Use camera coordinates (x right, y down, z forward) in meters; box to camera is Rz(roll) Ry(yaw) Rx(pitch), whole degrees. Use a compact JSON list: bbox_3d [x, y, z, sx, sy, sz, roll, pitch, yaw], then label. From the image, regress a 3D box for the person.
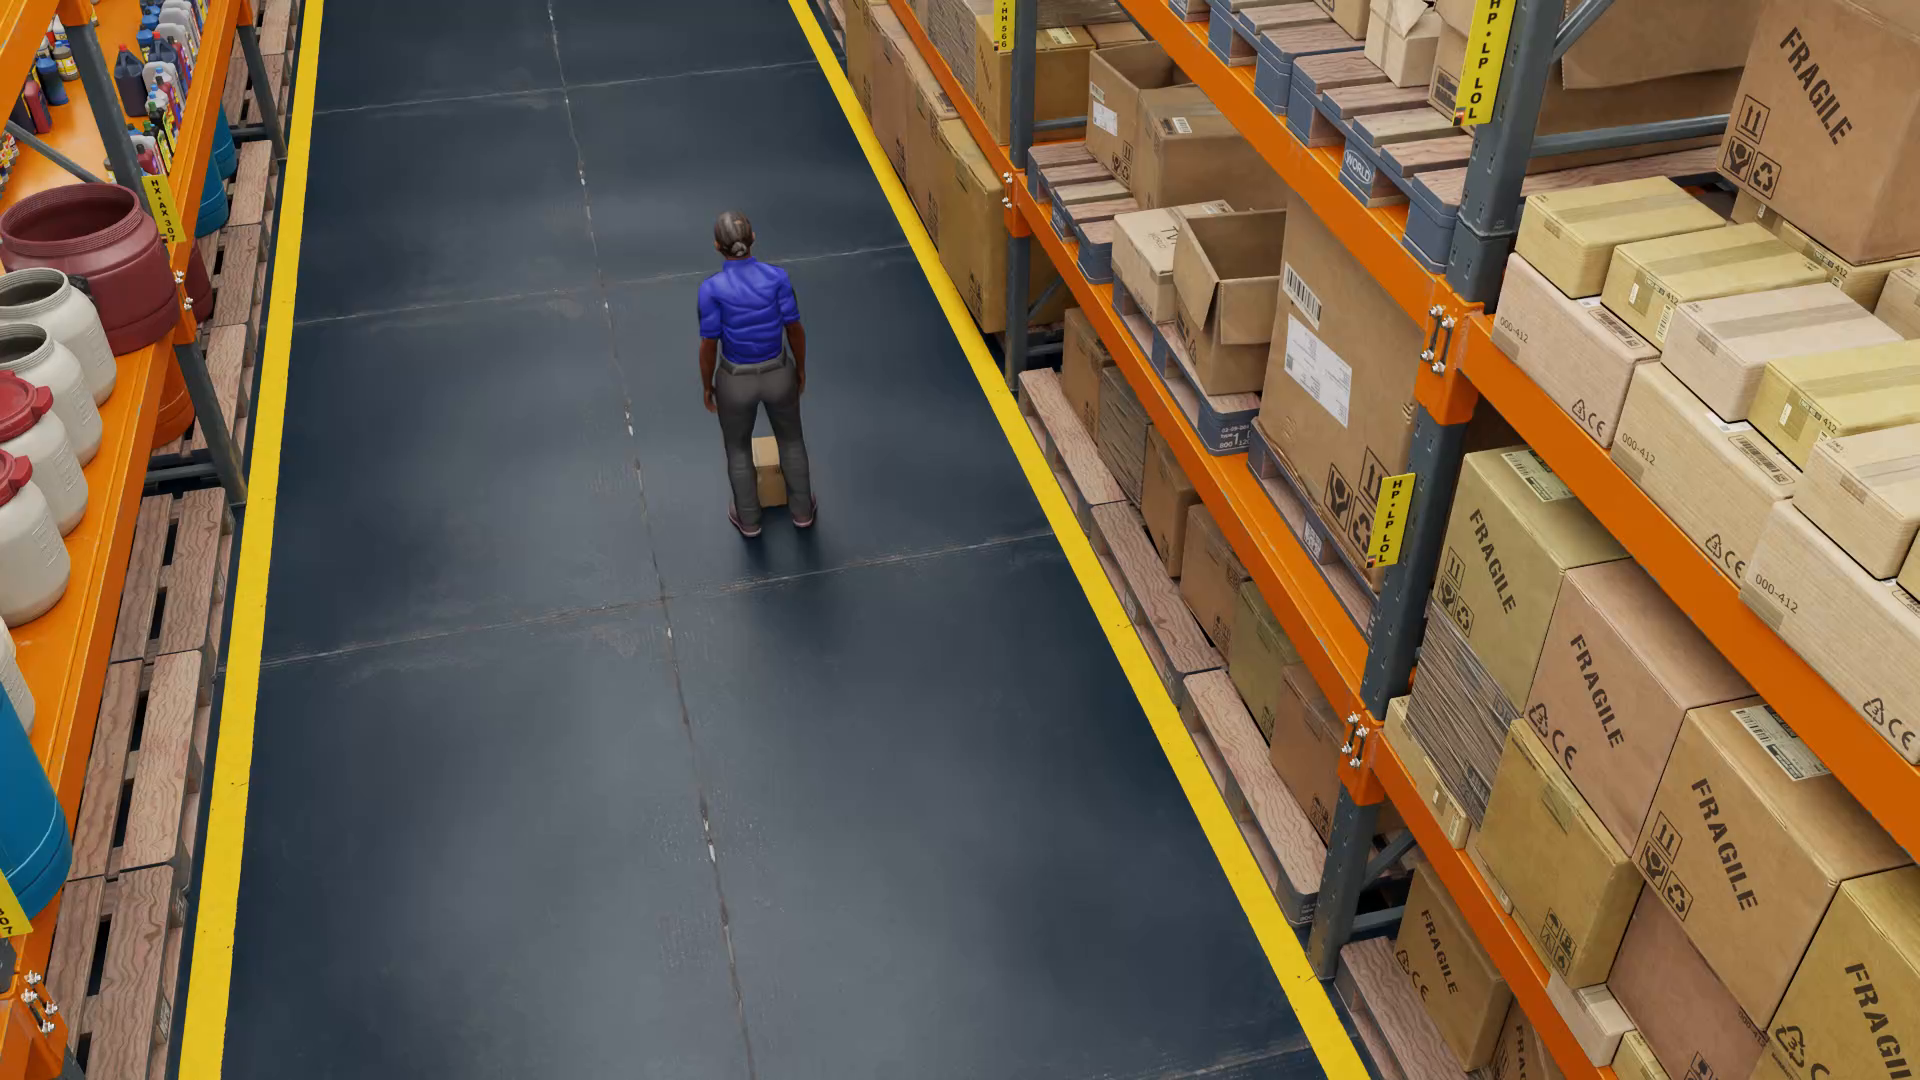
[{"bbox_3d":[-0.948,-0.767,7.629,0.494,1.583,0.348,-12,40,-14],"label":"person"}]
